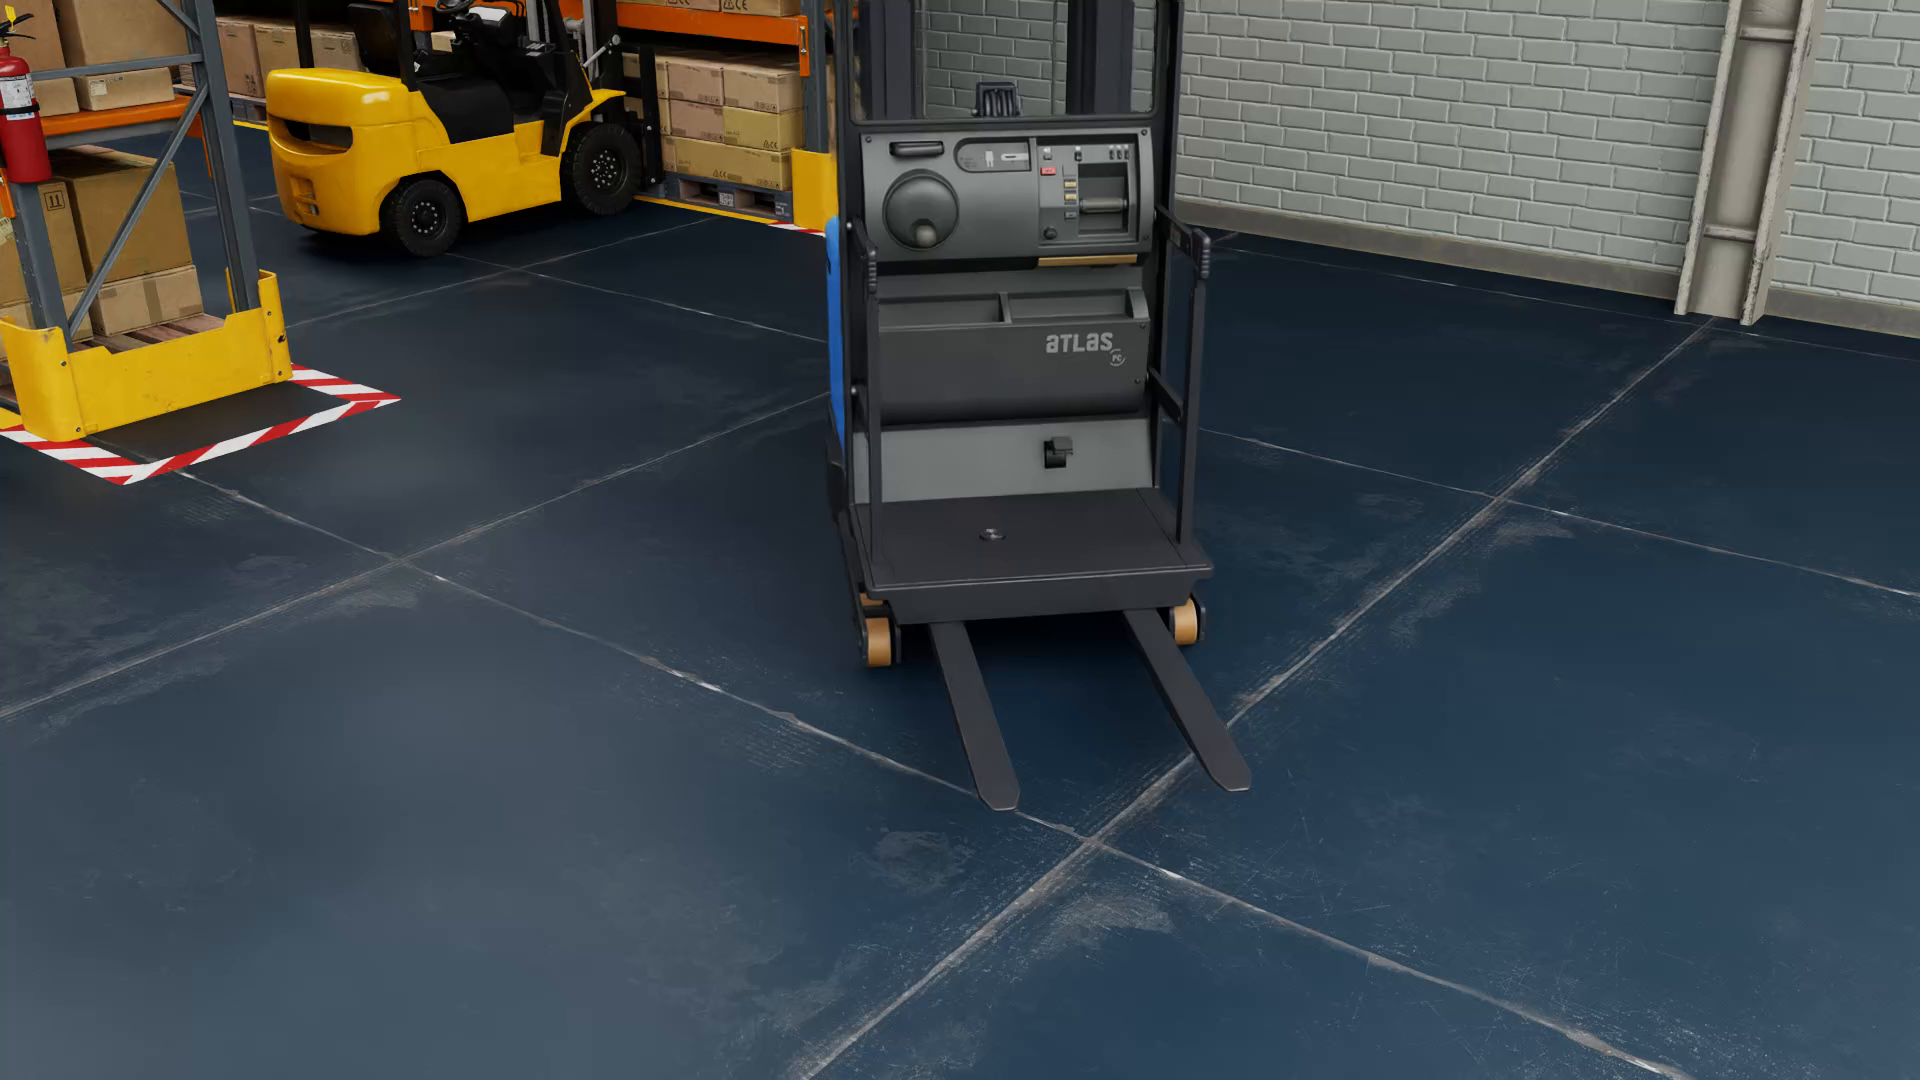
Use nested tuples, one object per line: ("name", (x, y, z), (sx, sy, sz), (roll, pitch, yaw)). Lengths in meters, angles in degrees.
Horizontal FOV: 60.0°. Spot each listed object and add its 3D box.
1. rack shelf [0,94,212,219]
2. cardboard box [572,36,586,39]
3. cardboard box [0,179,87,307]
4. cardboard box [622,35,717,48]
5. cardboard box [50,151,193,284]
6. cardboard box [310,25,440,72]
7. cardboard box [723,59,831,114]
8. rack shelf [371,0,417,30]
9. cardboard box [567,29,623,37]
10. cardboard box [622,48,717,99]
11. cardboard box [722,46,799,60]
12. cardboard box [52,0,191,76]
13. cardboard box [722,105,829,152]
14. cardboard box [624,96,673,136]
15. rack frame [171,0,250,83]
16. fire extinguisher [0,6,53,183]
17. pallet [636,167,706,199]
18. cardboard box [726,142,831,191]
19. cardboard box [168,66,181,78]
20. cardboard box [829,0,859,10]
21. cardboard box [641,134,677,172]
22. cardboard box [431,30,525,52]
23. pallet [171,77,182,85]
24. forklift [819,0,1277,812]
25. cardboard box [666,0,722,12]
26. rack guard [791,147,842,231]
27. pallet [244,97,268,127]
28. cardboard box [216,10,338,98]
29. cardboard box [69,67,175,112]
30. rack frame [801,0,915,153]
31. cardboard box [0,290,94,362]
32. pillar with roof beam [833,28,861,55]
("rack shelf", (-5.227, -2.152, 8.306), (4.000, 0.370, 1.077), (17, 29, 33))
("cardboard box", (-2.846, -3.497, 12.116), (0.500, 0.250, 0.500), (18, 29, 35))
("cardboard box", (-4.424, -1.384, 7.631), (0.500, 0.500, 0.500), (17, 29, 34))
("cardboard box", (-2.125, -3.539, 12.211), (0.500, 0.250, 0.500), (16, 28, 32))
("cardboard box", (-4.125, -1.564, 8.040), (0.500, 0.500, 0.500), (16, 28, 32))
("cardboard box", (-4.894, -3.985, 13.999), (0.625, 0.625, 0.875), (16, 29, 33))
("cardboard box", (-1.208, -3.002, 10.993), (0.500, 0.250, 0.500), (18, 29, 35))
("rack shelf", (-5.453, -4.722, 14.138), (4.000, 0.370, 1.077), (17, 29, 33))
("cardboard box", (-2.929, -3.784, 12.768), (0.500, 0.250, 0.500), (16, 29, 33))
("cardboard box", (-2.030, -3.243, 11.538), (0.500, 0.250, 0.500), (17, 29, 34))
("cardboard box", (-1.325, -3.288, 11.642), (0.500, 0.250, 0.500), (17, 29, 33))
("cardboard box", (-3.839, -2.383, 7.446), (0.500, 0.500, 0.500), (16, 29, 33))
("cardboard box", (-1.229, -2.779, 11.107), (0.500, 0.250, 0.500), (16, 29, 33))
("cardboard box", (-2.050, -3.022, 11.659), (0.500, 0.250, 0.500), (16, 28, 32))
("rack frame", (-7.054, -5.534, 15.091), (0.127, 3.000, 1.000), (17, 29, 33))
("fire extinguisher", (-3.811, -1.786, 6.679), (0.183, 0.674, 0.296), (17, 29, 33))
("pallet", (-2.261, -2.791, 12.322), (1.213, 0.211, 1.003), (17, 29, 33))
("cardboard box", (-1.218, -2.546, 11.197), (0.500, 0.250, 0.500), (17, 29, 34))
("cardboard box", (-7.521, -4.616, 15.585), (0.500, 0.500, 0.500), (18, 29, 35))
("cardboard box", (-0.882, -3.855, 11.155), (0.500, 0.500, 0.500), (18, 29, 35))
("cardboard box", (-2.005, -2.793, 11.758), (0.500, 0.250, 0.500), (17, 29, 34))
("cardboard box", (-3.654, -3.740, 12.668), (0.500, 0.250, 0.500), (16, 29, 33))
("pallet", (-7.629, -4.451, 16.091), (1.213, 0.211, 1.003), (17, 29, 33))
("forklift", (0.210, -1.086, 5.079), (1.130, 2.935, 3.031), (-4, 24, -10))
("cardboard box", (-1.613, -3.808, 11.049), (0.500, 0.500, 0.500), (18, 29, 35))
("rack guard", (-0.633, -2.450, 11.191), (0.348, 0.500, 1.175), (17, 29, 33))
("pallet", (-5.446, -3.752, 14.503), (1.213, 0.211, 1.003), (17, 29, 33))
("cardboard box", (-6.035, -4.329, 14.780), (0.625, 0.625, 0.875), (18, 29, 35))
("cardboard box", (-3.774, -2.032, 7.452), (0.250, 0.149, 0.380), (17, 29, 33))
("rack frame", (-0.652, -3.600, 10.700), (0.127, 3.000, 1.000), (17, 29, 33))
("cardboard box", (-4.454, -1.046, 7.793), (0.500, 0.250, 0.500), (17, 29, 33))
("pillar with roof beam", (-3.251, -5.415, 7.380), (0.400, 9.000, 9.100), (17, 29, 33))
